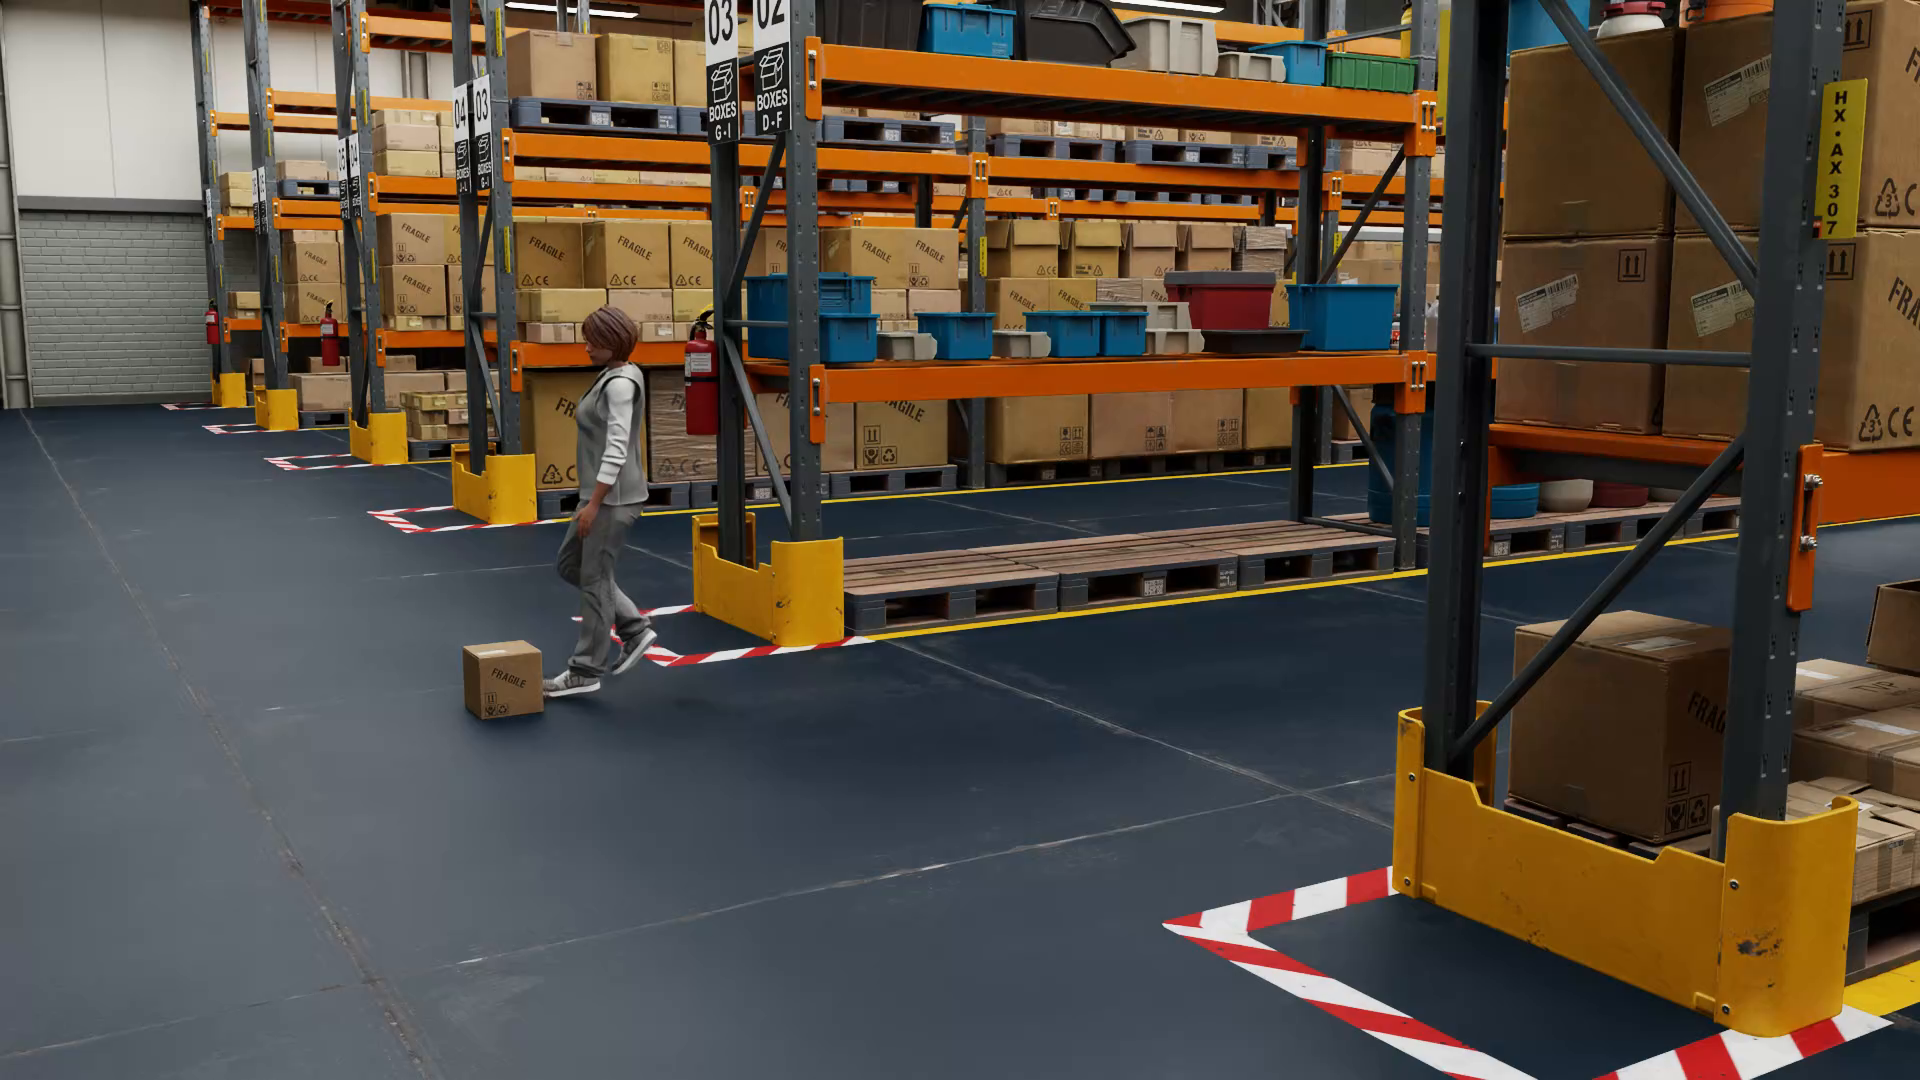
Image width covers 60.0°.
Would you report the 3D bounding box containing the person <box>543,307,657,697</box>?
[{"bbox_3d":[-1.507,-0.150,6.796,0.515,1.593,0.469,-2,9,-14],"label":"person"}]
